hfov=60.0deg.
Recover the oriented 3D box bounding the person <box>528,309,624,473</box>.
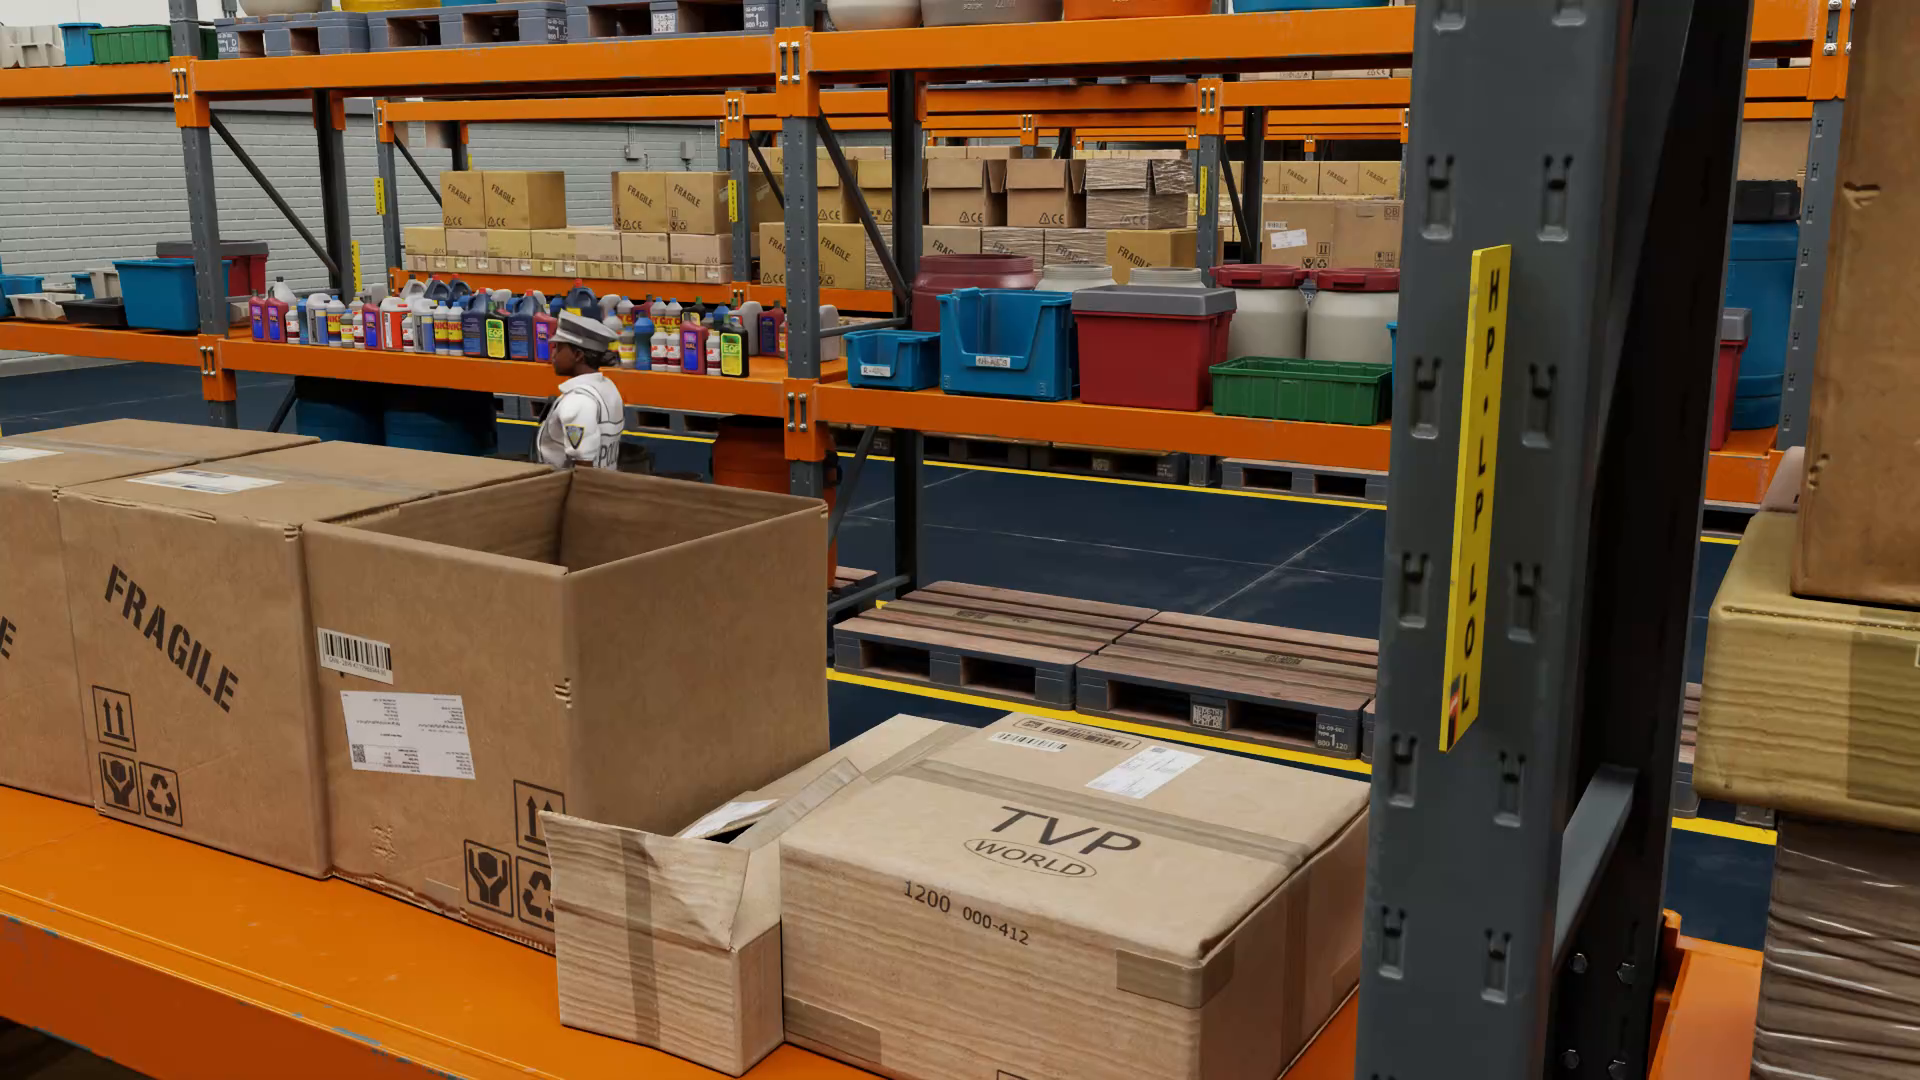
[{"bbox_3d":[-1.537,-0.067,6.610,0.422,1.690,0.450,1,13,6],"label":"person"}]
